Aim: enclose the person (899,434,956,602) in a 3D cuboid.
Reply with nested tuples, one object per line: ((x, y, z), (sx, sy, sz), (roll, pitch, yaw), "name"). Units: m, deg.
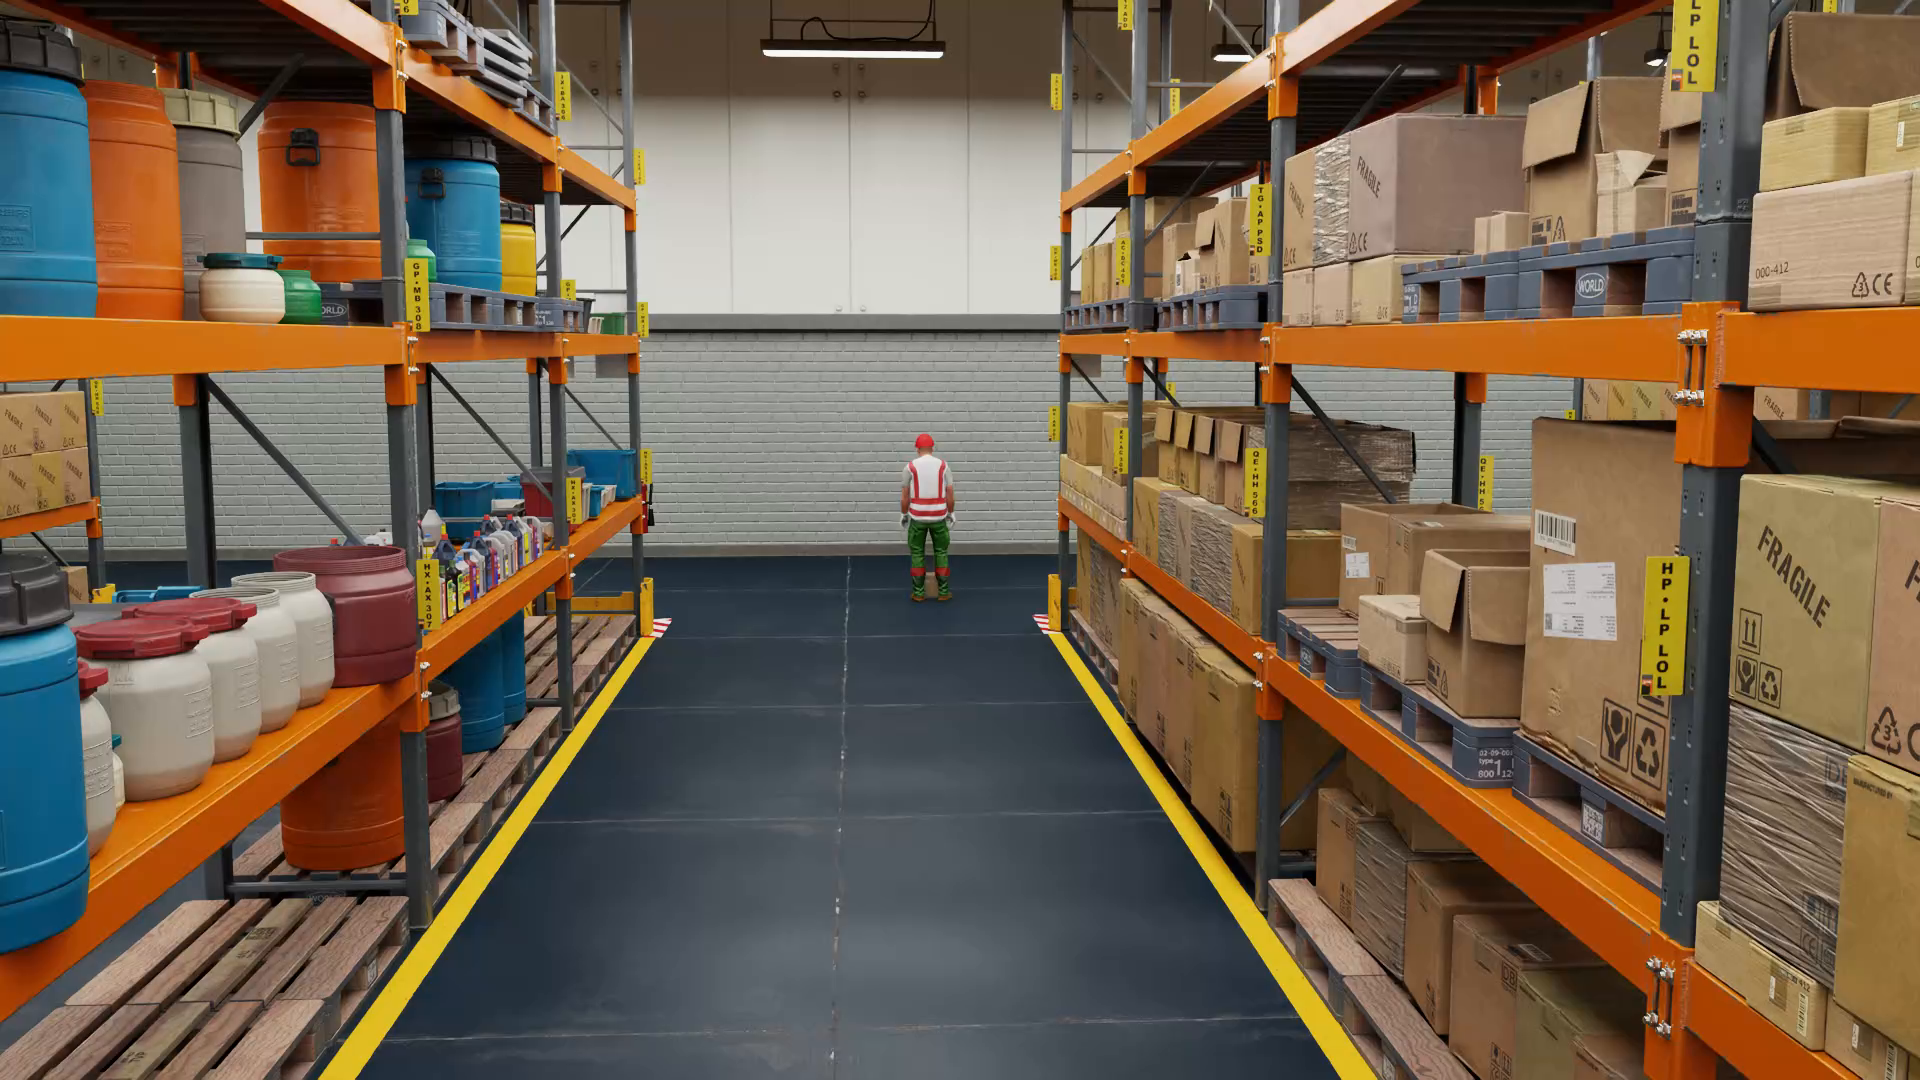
((-0.344, -0.240, 17.706), (0.604, 1.777, 0.453), (-1, 7, -6), "person")
